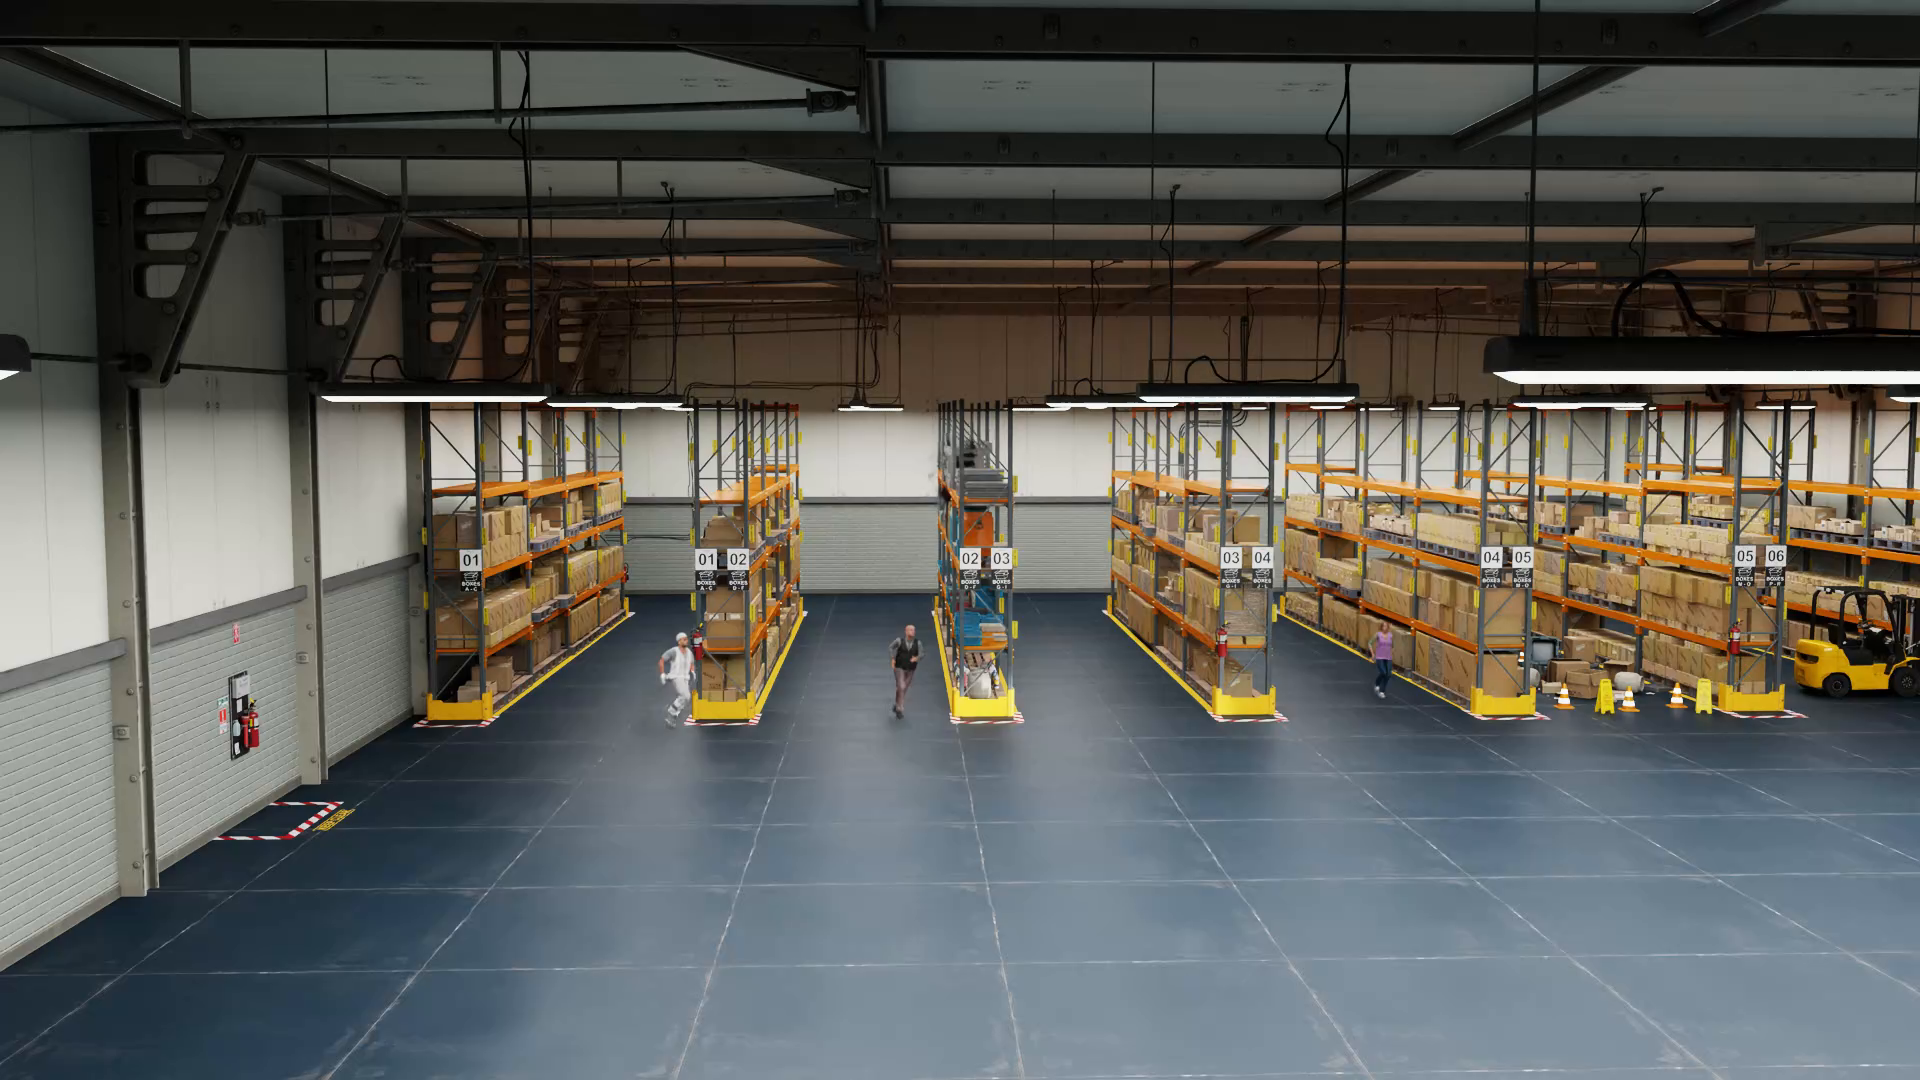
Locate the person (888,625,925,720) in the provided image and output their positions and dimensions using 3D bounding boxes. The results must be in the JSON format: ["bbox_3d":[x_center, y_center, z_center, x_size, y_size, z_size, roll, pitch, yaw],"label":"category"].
[{"bbox_3d":[-1.000,2.486,31.532,0.631,1.751,0.768,-2,5,-21],"label":"person"}]

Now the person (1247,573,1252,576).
[{"bbox_3d":[8.470,1.304,48.114,0.582,1.546,0.506,3,5,36],"label":"person"}]

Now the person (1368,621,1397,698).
[{"bbox_3d":[8.514,2.408,33.384,0.525,1.558,0.556,-1,4,-7],"label":"person"}]

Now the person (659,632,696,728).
[{"bbox_3d":[-5.070,2.556,30.329,0.597,1.714,0.708,3,5,38],"label":"person"}]
